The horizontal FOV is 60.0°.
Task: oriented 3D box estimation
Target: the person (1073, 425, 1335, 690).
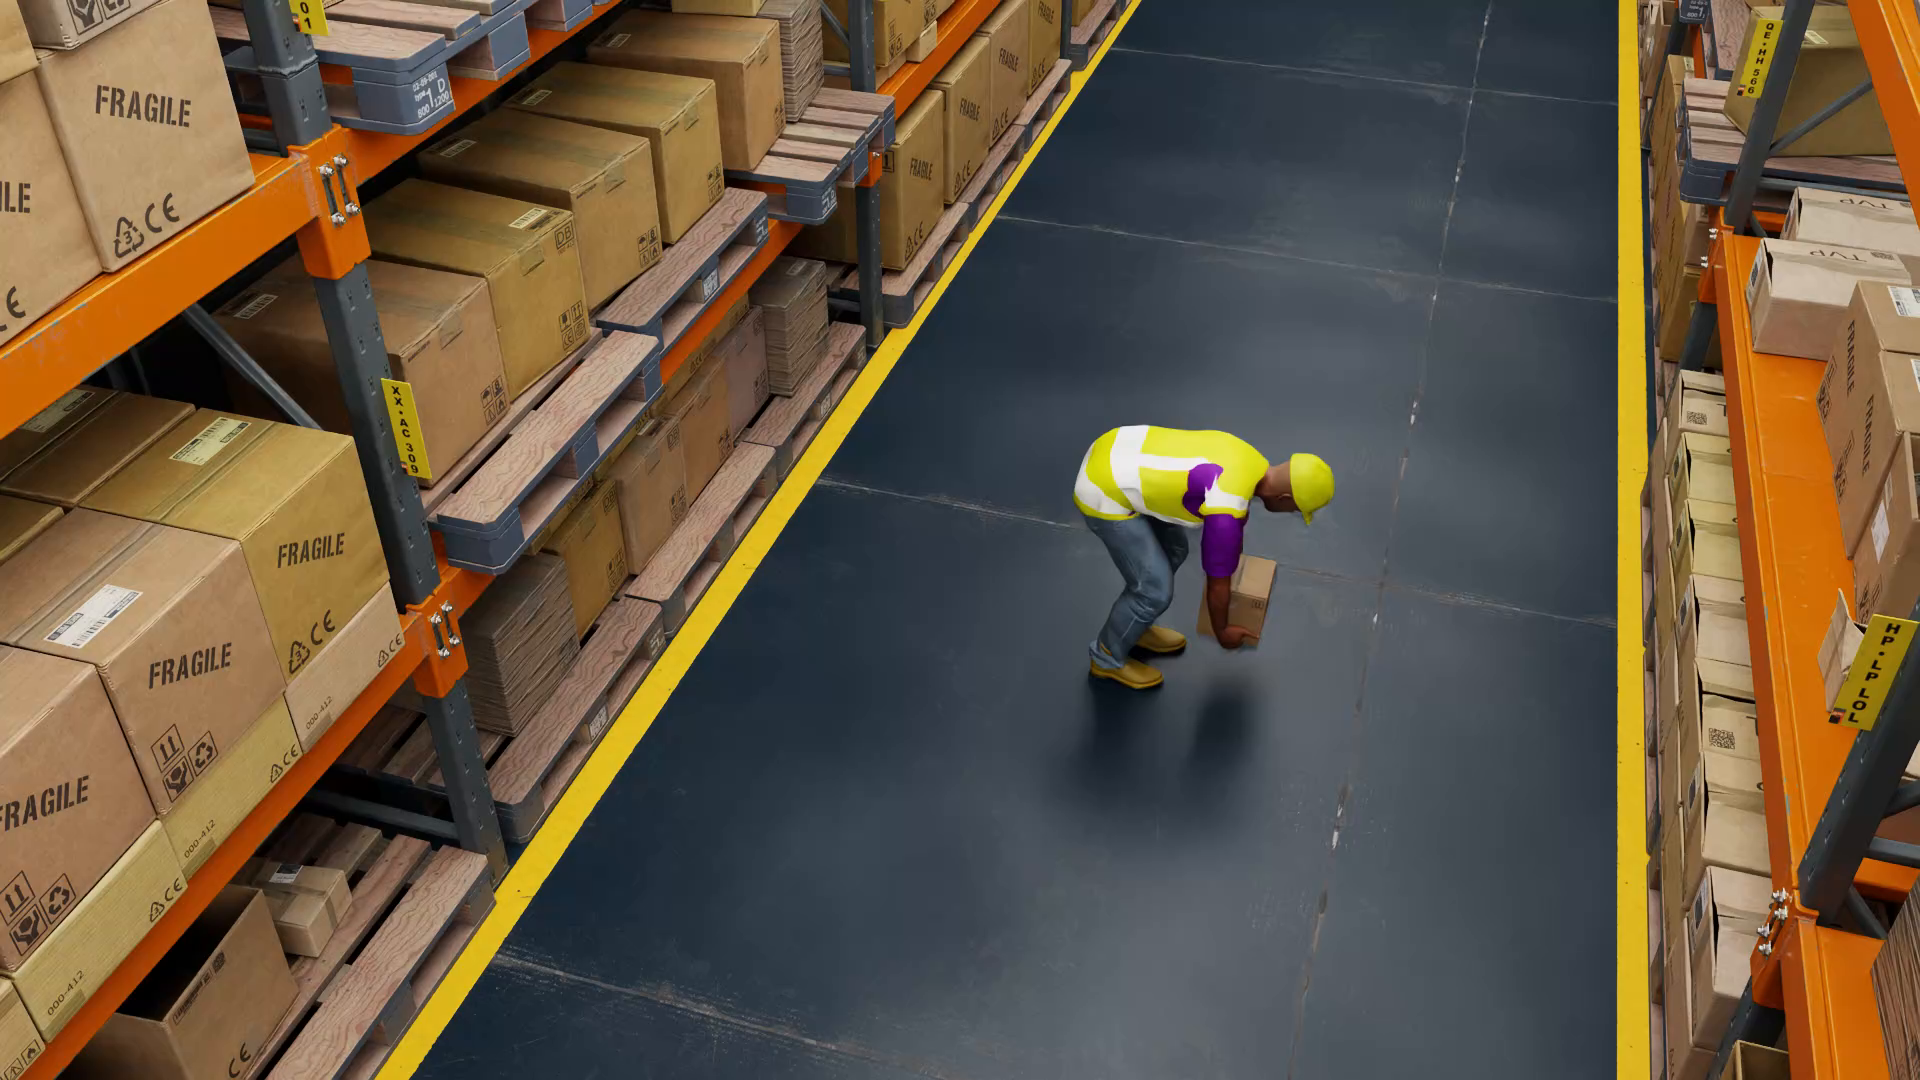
[{"bbox_3d":[0.930,0.069,6.573,0.979,1.119,0.477,9,38,12],"label":"person"}]
